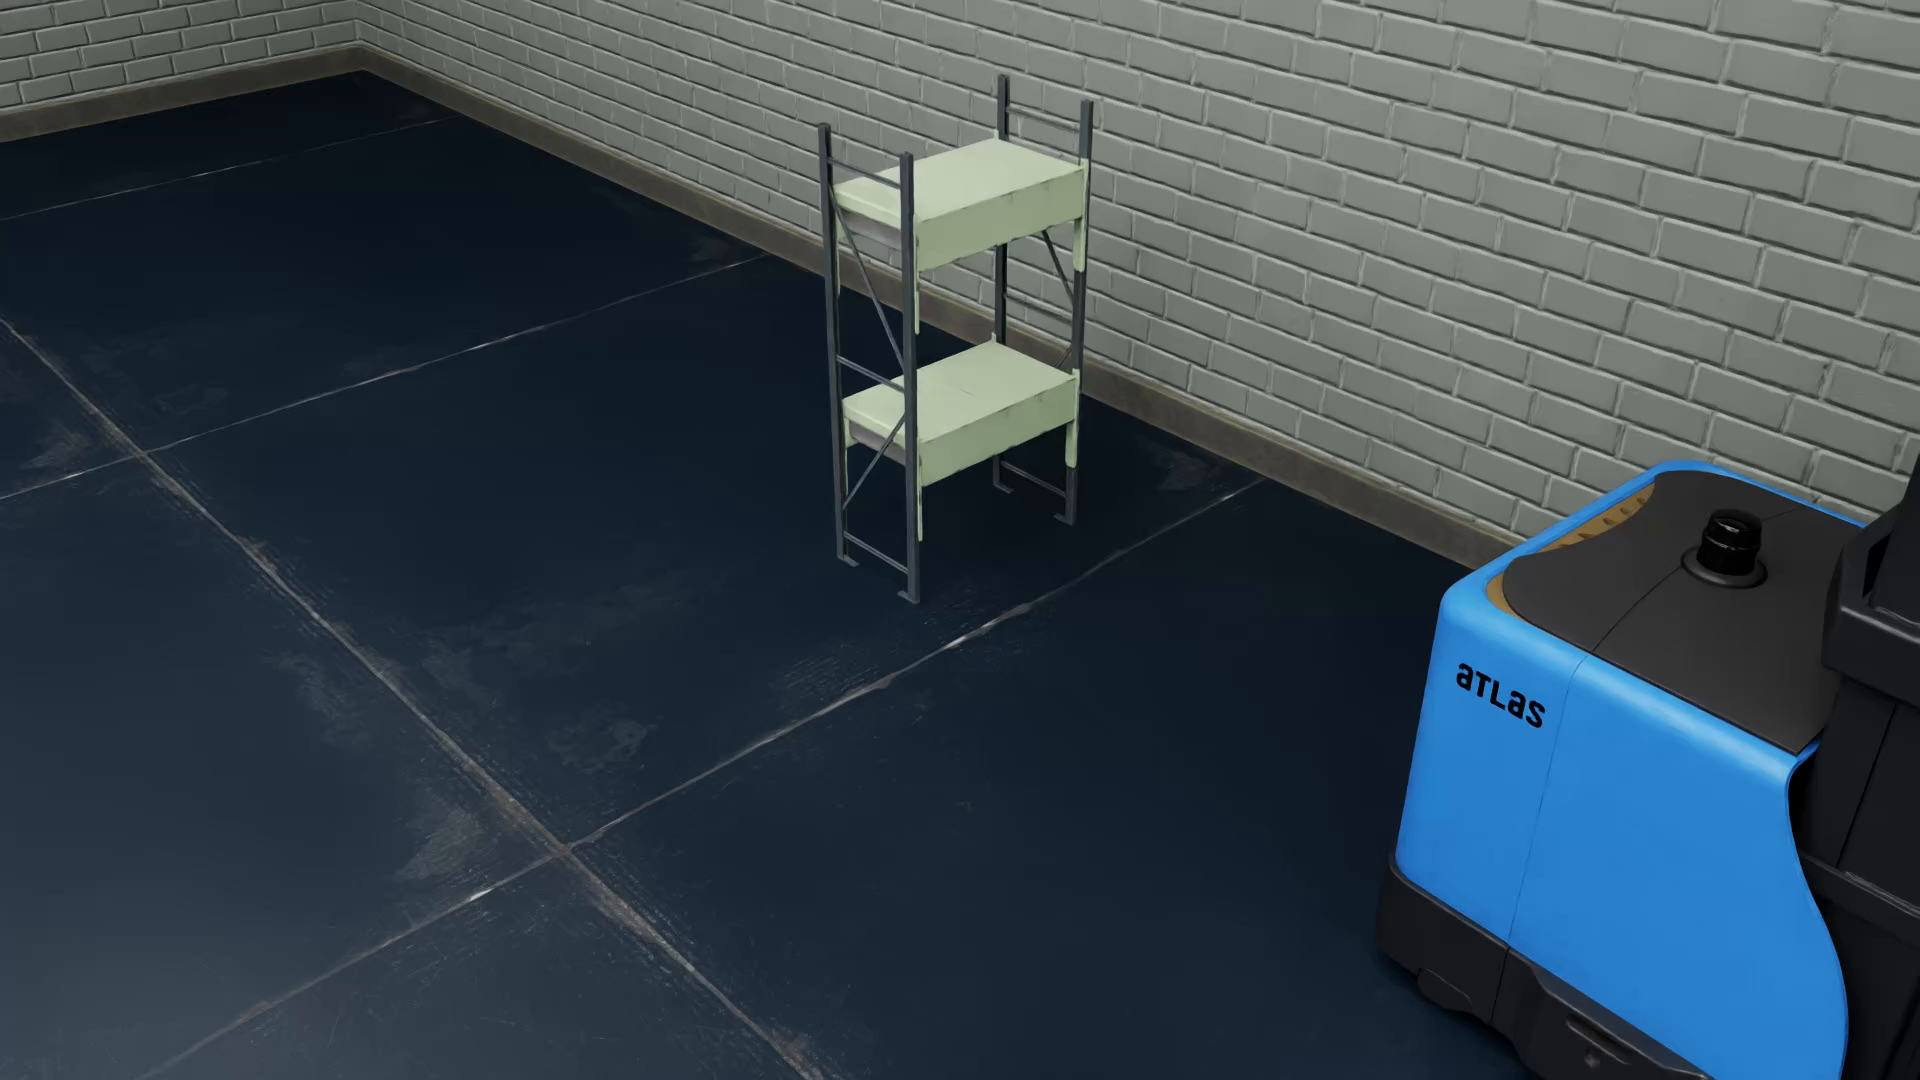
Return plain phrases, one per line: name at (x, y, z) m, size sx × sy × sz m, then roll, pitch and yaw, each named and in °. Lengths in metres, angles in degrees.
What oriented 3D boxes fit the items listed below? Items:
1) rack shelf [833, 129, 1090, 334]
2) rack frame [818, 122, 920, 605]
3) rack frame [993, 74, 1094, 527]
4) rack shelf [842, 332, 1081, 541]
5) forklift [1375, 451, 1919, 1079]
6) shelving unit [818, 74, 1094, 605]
rack shelf at (-0.005, -0.970, 5.151) m, size 0.720 × 0.370 × 0.431 m, roll -26°, pitch 40°, yaw -35°
rack frame at (-0.273, -0.508, 5.143) m, size 0.023 × 1.500 × 0.400 m, roll -26°, pitch 40°, yaw -35°
rack frame at (0.264, -0.767, 5.567) m, size 0.023 × 1.500 × 0.400 m, roll -26°, pitch 40°, yaw -35°
rack shelf at (-0.005, -0.359, 5.525) m, size 0.720 × 0.370 × 0.431 m, roll -26°, pitch 40°, yaw -35°
forklift at (2.343, 0.196, 2.619) m, size 1.130 × 2.935 × 3.031 m, roll -24°, pitch 39°, yaw -33°
shelving unit at (-0.005, -0.637, 5.355) m, size 0.755 × 1.500 × 0.431 m, roll -26°, pitch 40°, yaw -35°
